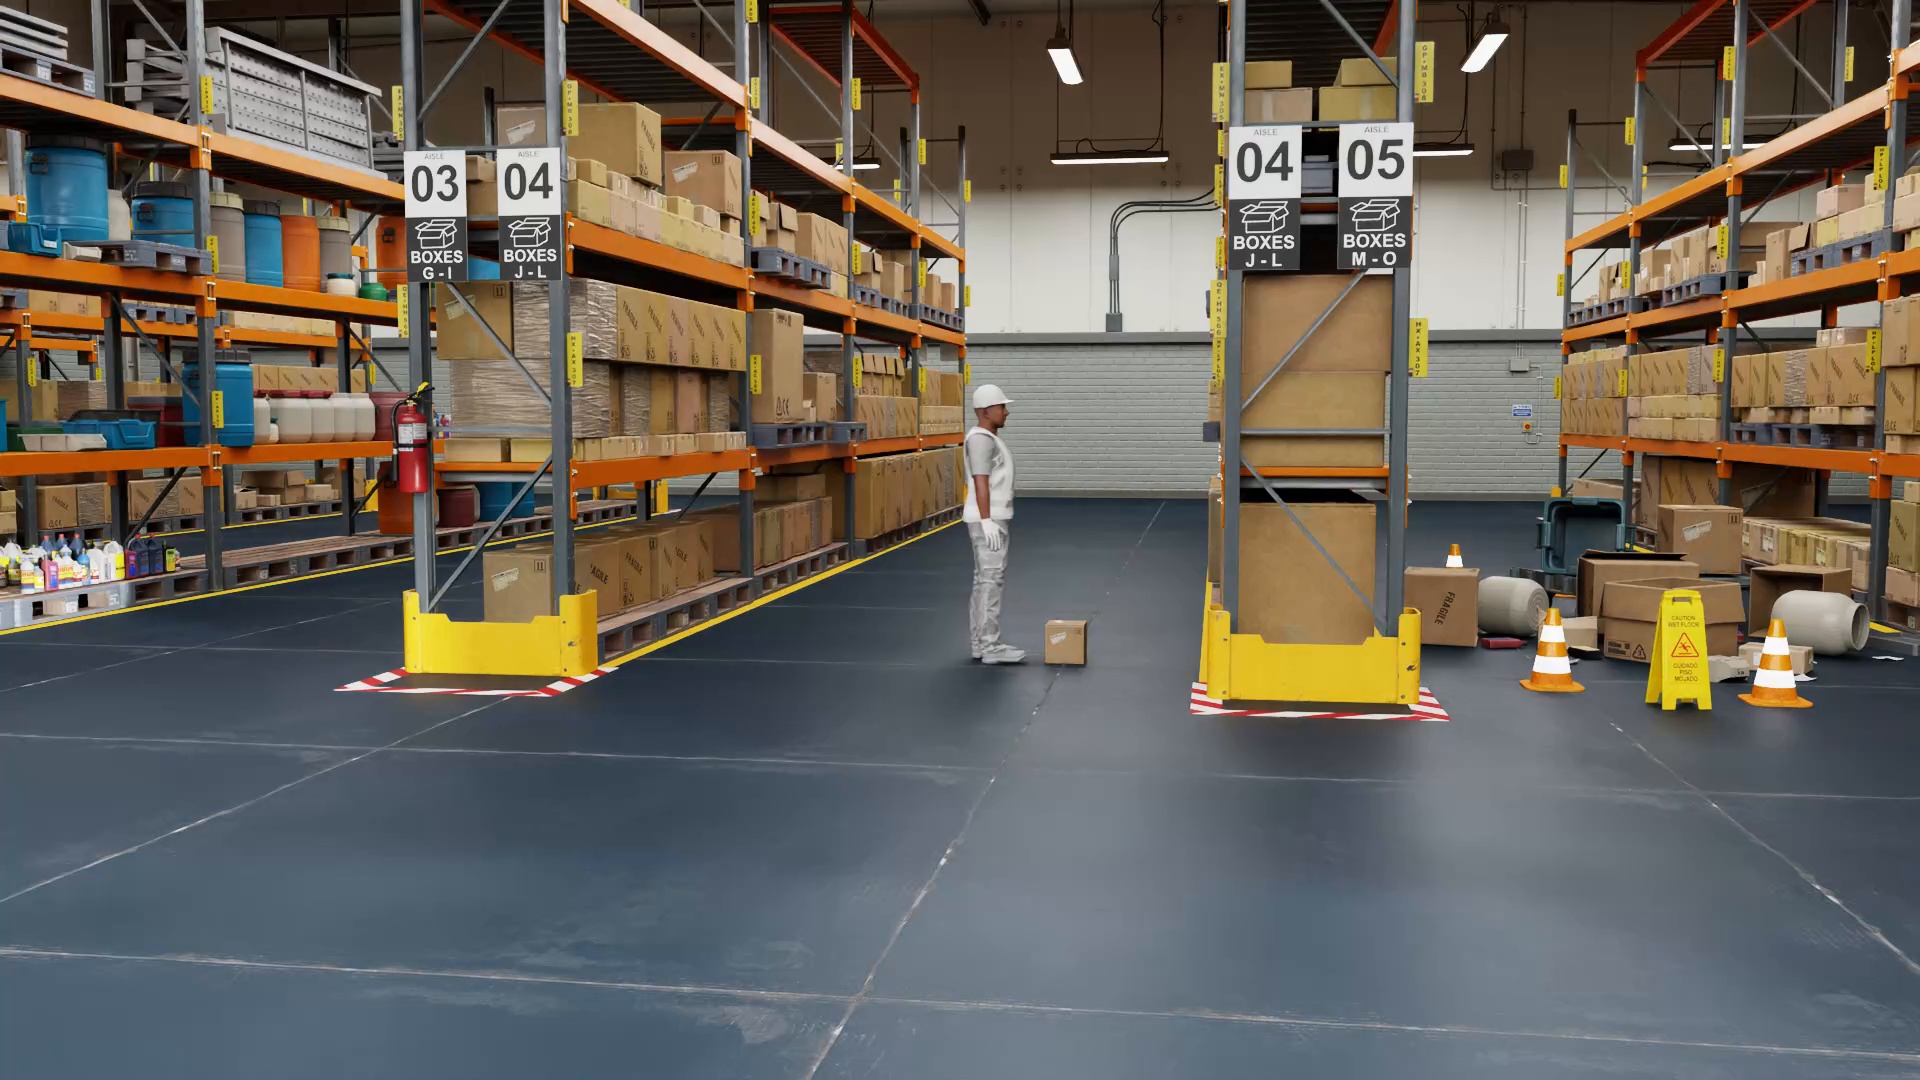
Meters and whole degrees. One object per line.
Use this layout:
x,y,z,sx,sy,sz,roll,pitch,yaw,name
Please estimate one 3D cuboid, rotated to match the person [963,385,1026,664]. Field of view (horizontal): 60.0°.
0.224,-0.115,10.831,0.414,1.786,0.602,0,4,2,person
